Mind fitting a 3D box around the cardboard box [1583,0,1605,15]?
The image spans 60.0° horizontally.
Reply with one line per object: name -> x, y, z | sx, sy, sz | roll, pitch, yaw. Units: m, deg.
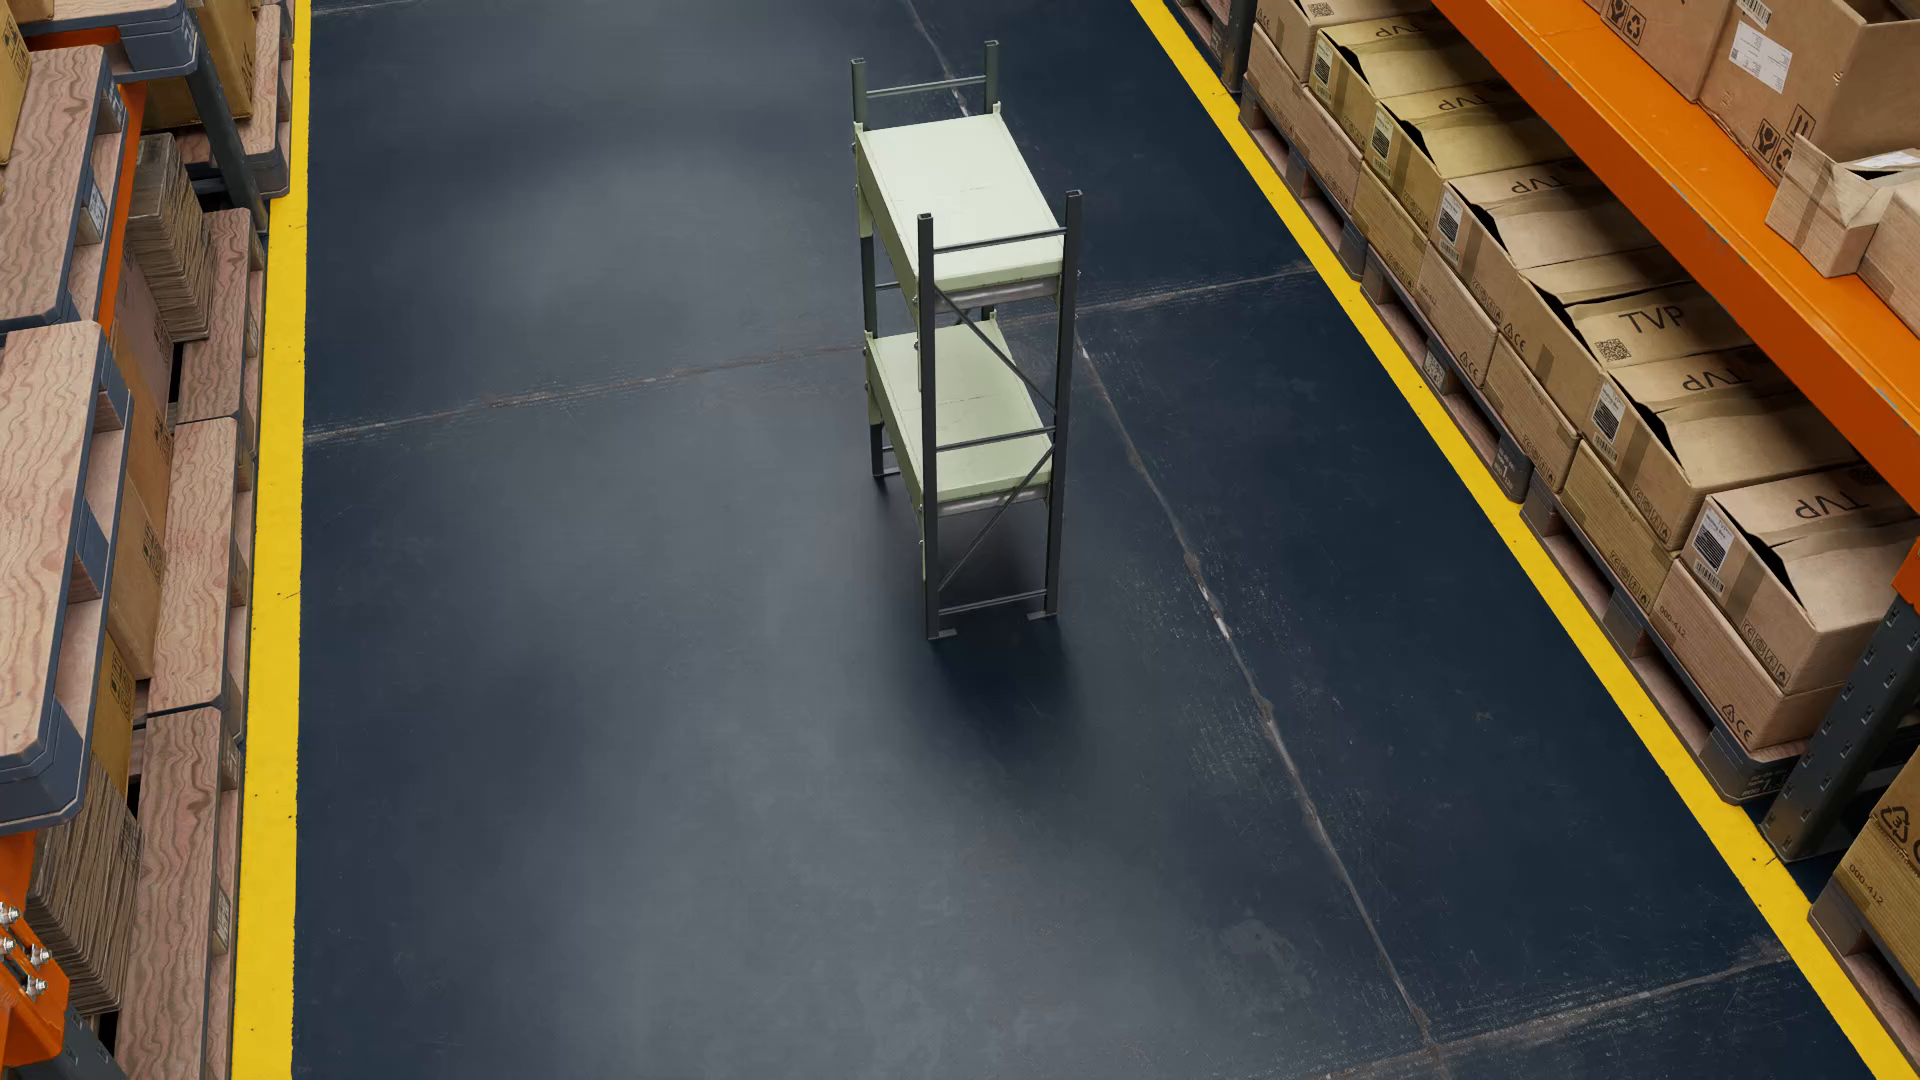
cardboard box -> 2.070, -1.963, 5.003 | 0.500, 0.500, 0.500 | -13, 47, -12

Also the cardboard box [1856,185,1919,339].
cardboard box -> 2.480, -0.601, 3.844 | 0.500, 0.250, 0.500 | -8, 46, -8

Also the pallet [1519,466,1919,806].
pallet -> 2.422, 0.153, 4.952 | 1.003, 0.211, 1.213 | -11, 47, -10

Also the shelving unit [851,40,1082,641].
shelving unit -> 0.002, -0.520, 4.710 | 0.431, 1.500, 0.755 | -11, 47, -10

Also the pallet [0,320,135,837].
pallet -> -2.194, 0.100, 3.186 | 1.003, 0.211, 1.213 | -11, 47, -10

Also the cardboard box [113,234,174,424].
cardboard box -> -2.909, -0.589, 5.169 | 0.700, 0.500, 0.500 | -11, 47, -10

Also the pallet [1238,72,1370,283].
pallet -> 1.798, -1.531, 6.603 | 1.003, 0.211, 1.213 | -11, 47, -10

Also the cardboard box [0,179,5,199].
cardboard box -> -2.571, -0.796, 3.551 | 0.700, 0.500, 0.500 | -5, 46, -5

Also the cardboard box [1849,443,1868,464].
cardboard box -> 2.661, -0.380, 4.760 | 0.500, 0.311, 0.500 | -11, 47, -11

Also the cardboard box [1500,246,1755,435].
cardboard box -> 2.003, -0.632, 5.008 | 0.500, 0.311, 0.500 | -11, 47, -10

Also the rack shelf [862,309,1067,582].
rack shelf -> 0.002, -0.292, 4.943 | 0.431, 0.370, 0.720 | -11, 47, -10

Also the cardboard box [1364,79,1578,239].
cardboard box -> 1.746, -1.335, 5.697 | 0.500, 0.311, 0.500 | -12, 47, -11

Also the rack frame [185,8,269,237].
rack frame -> -3.163, -2.175, 5.281 | 1.000, 3.000, 0.127 | -11, 47, -10

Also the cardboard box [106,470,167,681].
cardboard box -> -2.616, 0.096, 4.498 | 0.700, 0.500, 0.500 | -10, 46, -10

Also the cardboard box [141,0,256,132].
cardboard box -> -3.224, -2.101, 6.420 | 0.750, 0.750, 0.750 | -11, 47, -11

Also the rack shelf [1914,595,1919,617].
rack shelf -> 3.161, 1.311, 2.368 | 1.077, 0.370, 4.000 | -11, 47, -10

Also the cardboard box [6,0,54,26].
cardboard box -> -2.864, -1.660, 4.399 | 0.700, 0.500, 0.500 | -15, 47, -14

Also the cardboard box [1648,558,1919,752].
cardboard box -> 2.262, 0.261, 4.525 | 0.500, 0.250, 0.500 | -11, 47, -11

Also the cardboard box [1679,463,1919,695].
cardboard box -> 2.268, 0.071, 4.319 | 0.500, 0.311, 0.500 | -11, 47, -10

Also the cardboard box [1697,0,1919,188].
cardboard box -> 2.333, -1.253, 4.308 | 0.500, 0.500, 0.500 | -8, 46, -7

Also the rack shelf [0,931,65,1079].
rack shelf -> -1.627, 2.220, 1.478 | 1.077, 0.370, 4.000 | -11, 47, -10

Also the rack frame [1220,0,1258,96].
rack frame -> 1.625, -3.083, 6.171 | 1.000, 3.000, 0.127 | -11, 47, -10

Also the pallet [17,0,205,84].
pallet -> -2.878, -1.635, 4.886 | 1.213, 0.211, 1.003 | -11, 47, -10

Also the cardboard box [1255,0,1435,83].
cardboard box -> 1.475, -2.049, 6.396 | 0.500, 0.311, 0.500 | -9, 46, -9

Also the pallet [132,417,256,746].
pallet -> -2.656, 0.182, 4.924 | 1.003, 0.211, 1.213 | -11, 47, -10

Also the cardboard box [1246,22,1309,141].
cardboard box -> 1.475, -1.852, 6.596 | 0.500, 0.250, 0.500 | -11, 47, -10

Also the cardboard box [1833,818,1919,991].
cardboard box -> 2.474, 0.870, 3.929 | 0.500, 0.250, 0.500 | -11, 47, -10

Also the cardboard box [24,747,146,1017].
cardboard box -> -2.343, 0.803, 3.805 | 0.700, 0.500, 0.500 | -9, 46, -9

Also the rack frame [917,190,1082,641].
rack frame -> 0.095, -0.268, 4.462 | 0.400, 1.500, 0.023 | -11, 47, -10

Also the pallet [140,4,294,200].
pallet -> -3.292, -1.757, 6.824 | 1.003, 0.211, 1.213 | -11, 47, -10

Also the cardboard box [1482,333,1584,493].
cardboard box -> 2.003, -0.442, 5.214 | 0.500, 0.250, 0.500 | -10, 46, -9

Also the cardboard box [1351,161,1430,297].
cardboard box -> 1.743, -1.148, 5.906 | 0.500, 0.250, 0.500 | -12, 47, -11
